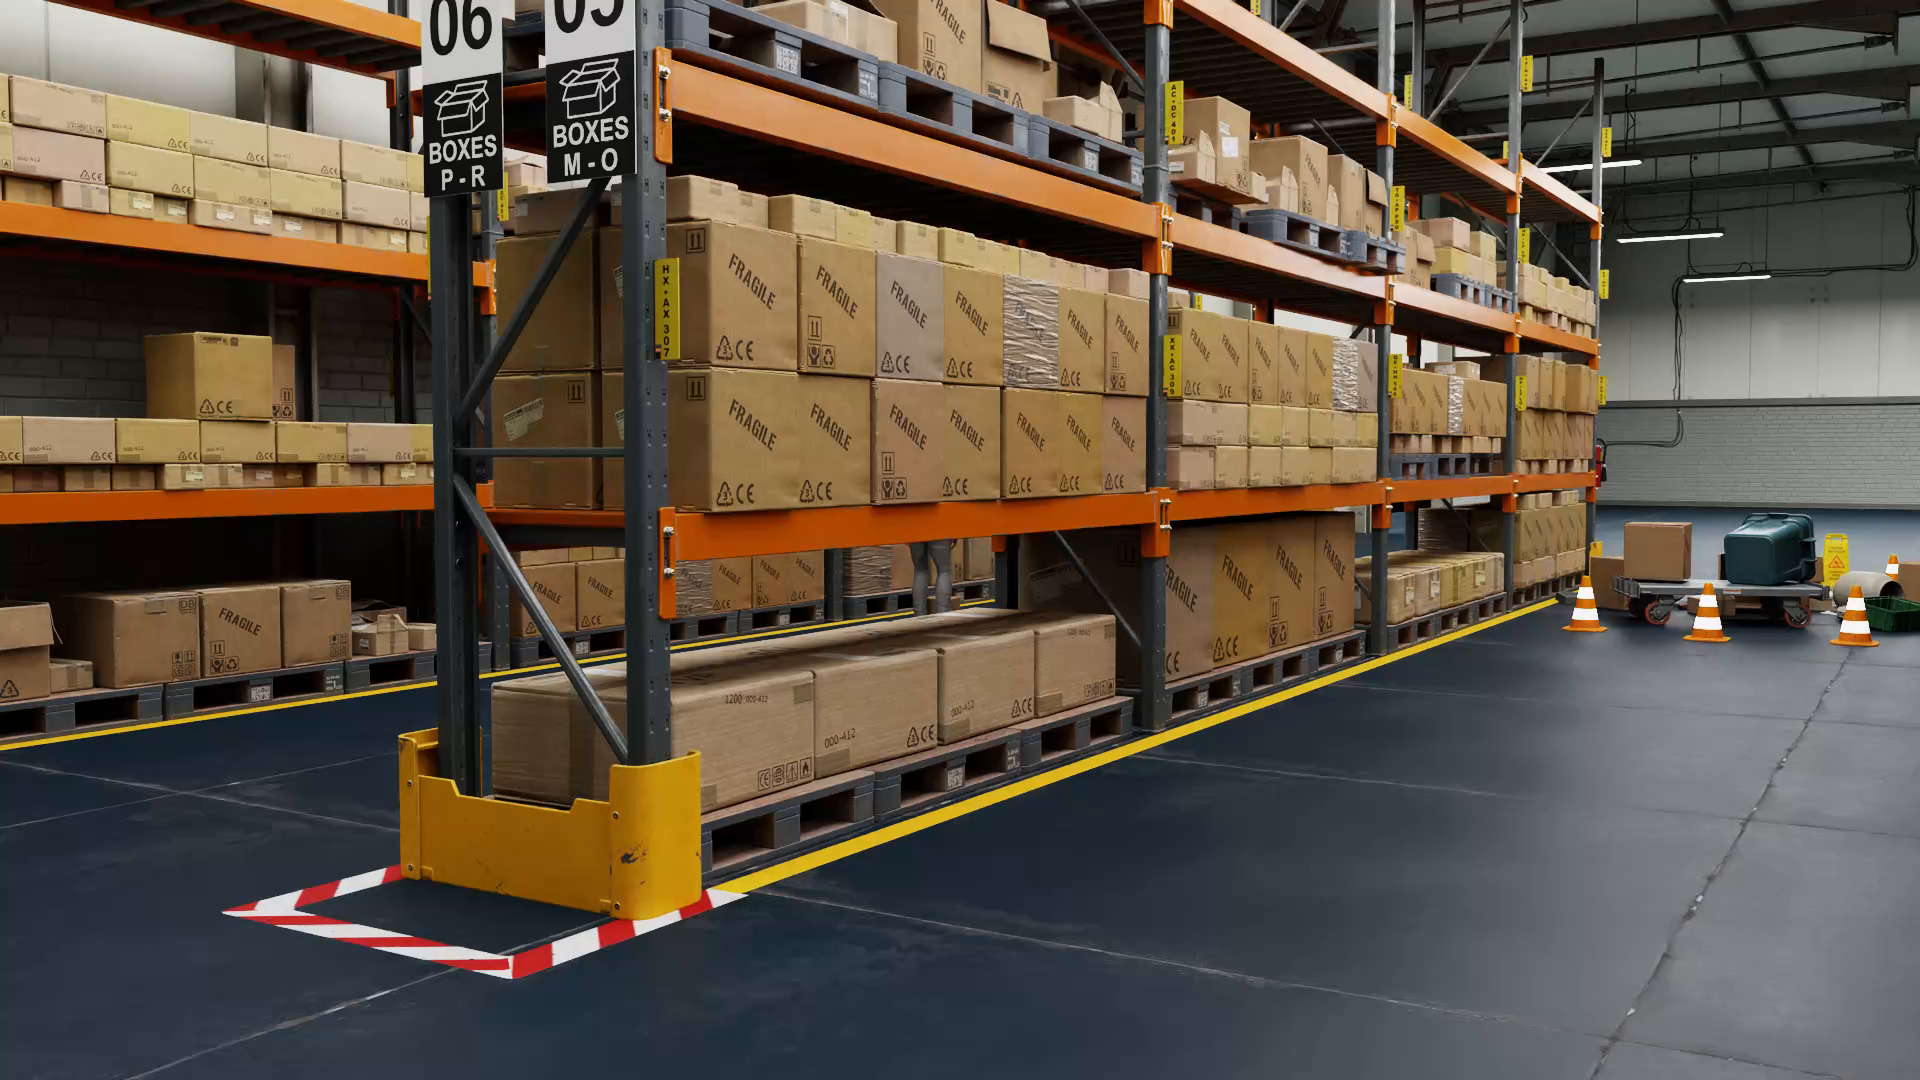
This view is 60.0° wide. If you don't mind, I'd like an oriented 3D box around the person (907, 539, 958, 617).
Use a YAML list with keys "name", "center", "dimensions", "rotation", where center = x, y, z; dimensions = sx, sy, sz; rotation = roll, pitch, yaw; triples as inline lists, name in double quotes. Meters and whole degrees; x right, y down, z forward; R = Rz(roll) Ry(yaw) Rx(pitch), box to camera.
- name: "person"
  center: [-0.249, -0.064, 14.352]
  dimensions: [0.507, 1.660, 0.415]
  rotation: [1, 3, 26]
